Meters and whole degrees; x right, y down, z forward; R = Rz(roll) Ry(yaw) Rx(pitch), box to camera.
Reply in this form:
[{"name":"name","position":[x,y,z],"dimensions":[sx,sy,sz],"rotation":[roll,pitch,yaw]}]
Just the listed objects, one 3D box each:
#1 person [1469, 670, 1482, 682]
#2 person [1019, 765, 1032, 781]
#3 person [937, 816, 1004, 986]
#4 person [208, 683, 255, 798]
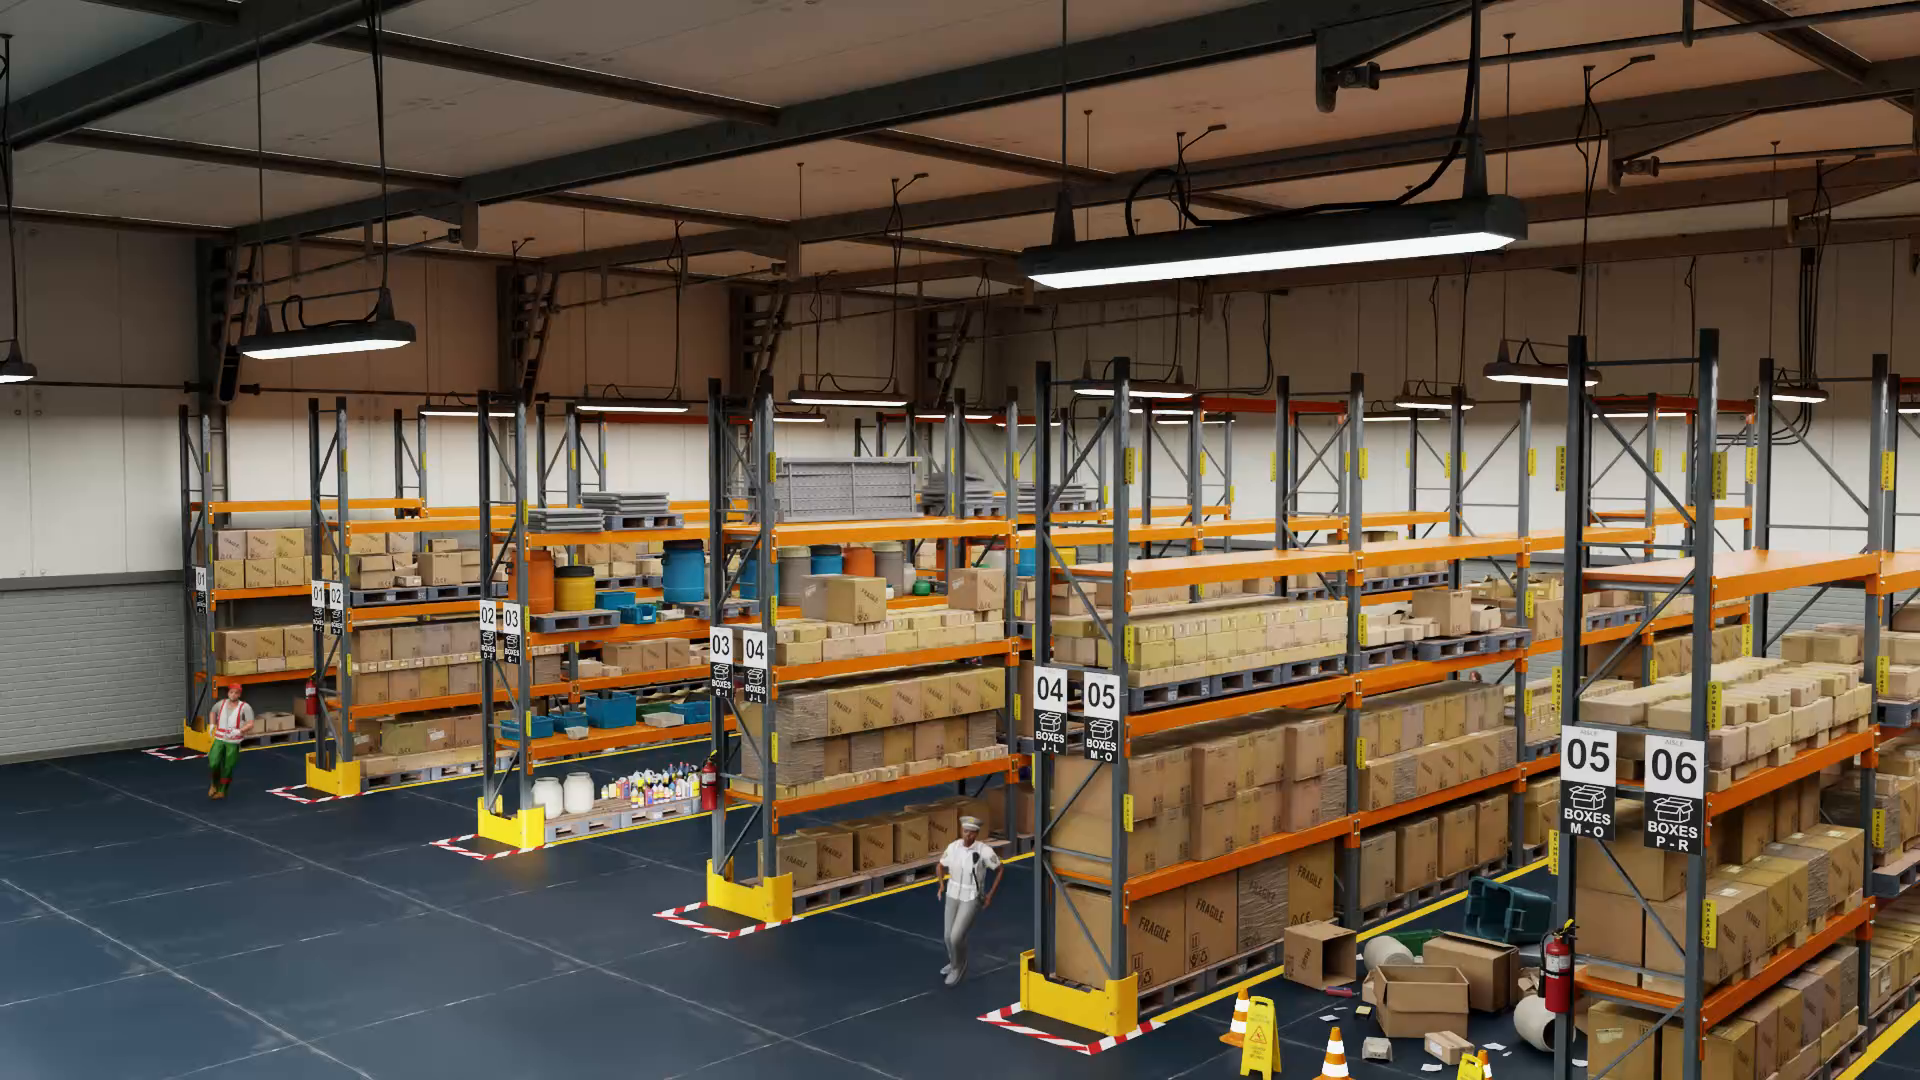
[{"name":"person","position":[8.624,2.948,27.724],"dimensions":[0.562,1.556,0.590],"rotation":[2,4,39]},{"name":"person","position":[1.042,3.076,24.456],"dimensions":[0.602,1.598,0.548],"rotation":[2,4,39]},{"name":"person","position":[0.054,3.493,16.144],"dimensions":[0.642,1.670,0.632],"rotation":[2,3,27]},{"name":"person","position":[-10.850,2.987,24.711],"dimensions":[0.698,1.737,0.583],"rotation":[-1,3,-11]}]
